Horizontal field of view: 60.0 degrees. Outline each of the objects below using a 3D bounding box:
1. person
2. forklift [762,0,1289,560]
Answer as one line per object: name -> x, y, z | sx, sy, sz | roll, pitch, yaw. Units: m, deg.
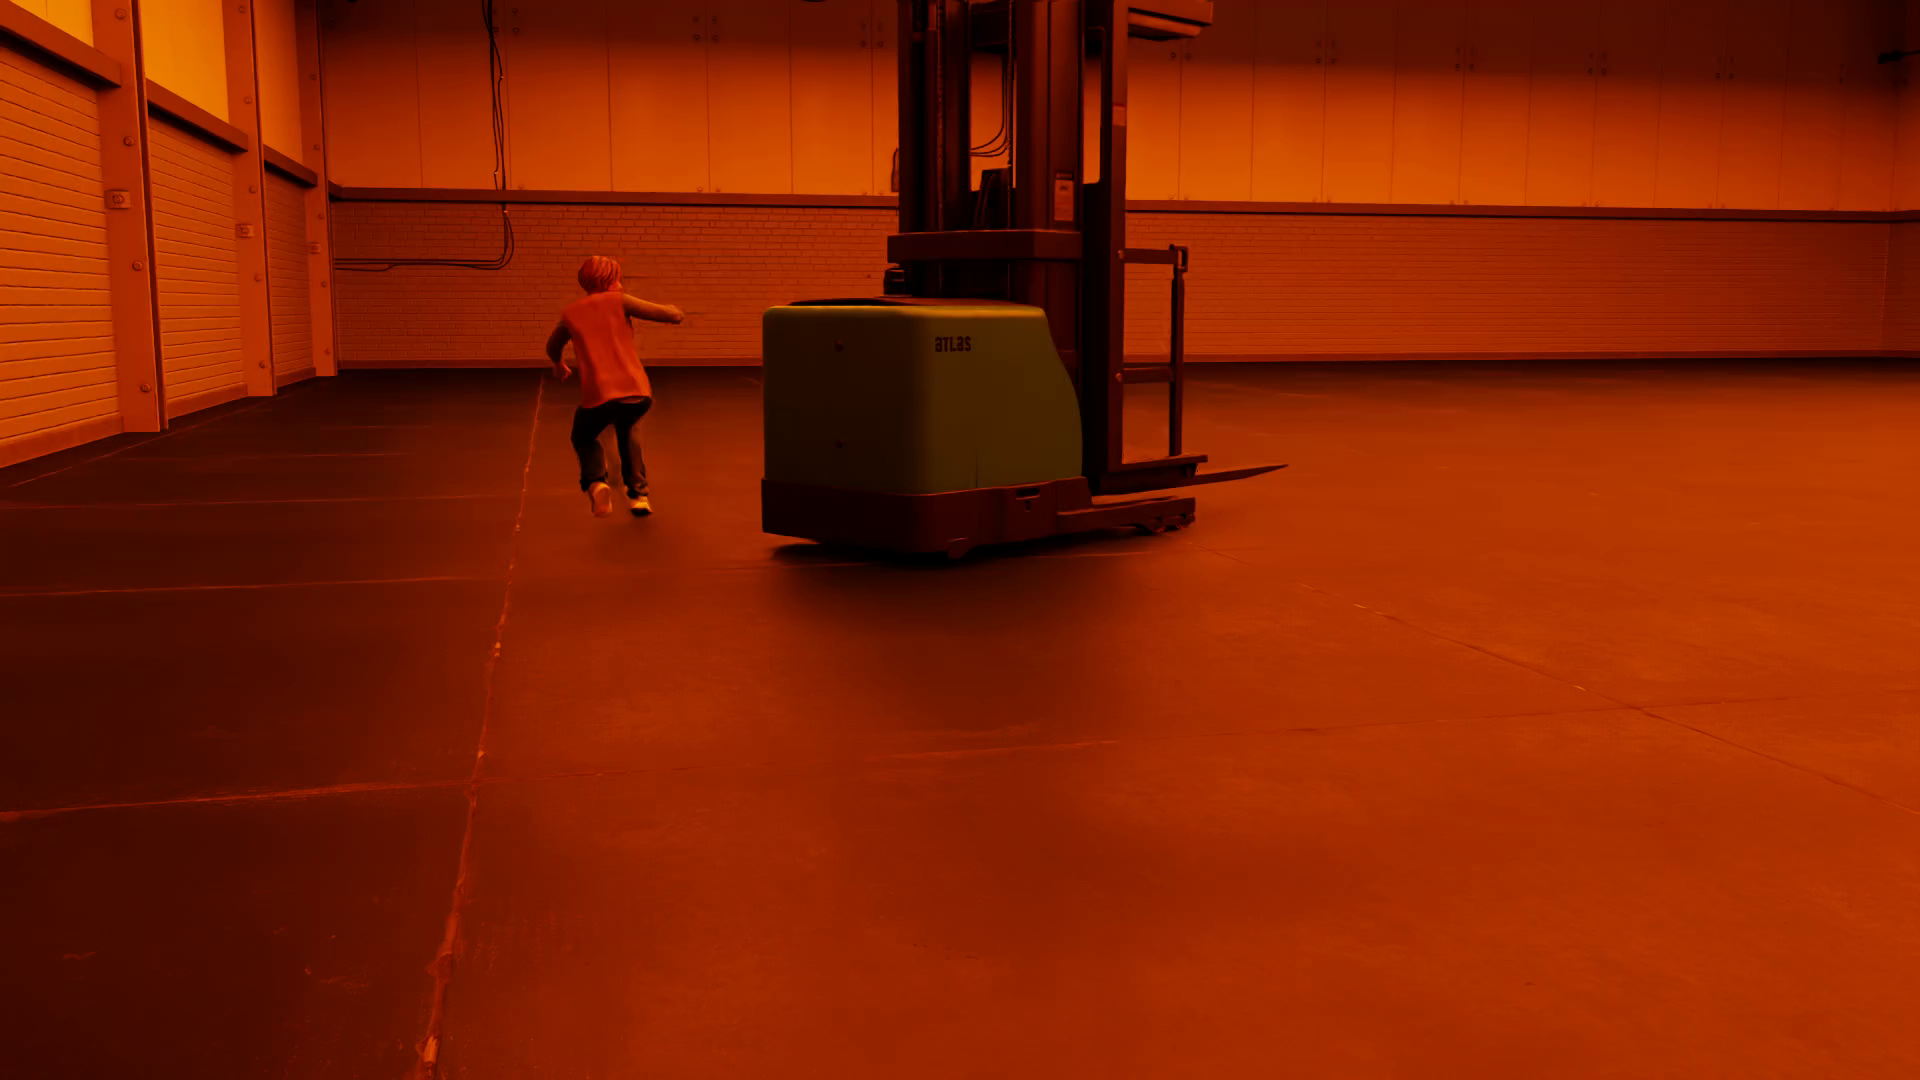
person -> -1.778, -0.793, 8.584 | 0.643, 1.330, 0.881 | -2, 8, -16
forklift -> 0.498, -1.522, 8.005 | 1.130, 2.935, 3.031 | 8, 11, 43
